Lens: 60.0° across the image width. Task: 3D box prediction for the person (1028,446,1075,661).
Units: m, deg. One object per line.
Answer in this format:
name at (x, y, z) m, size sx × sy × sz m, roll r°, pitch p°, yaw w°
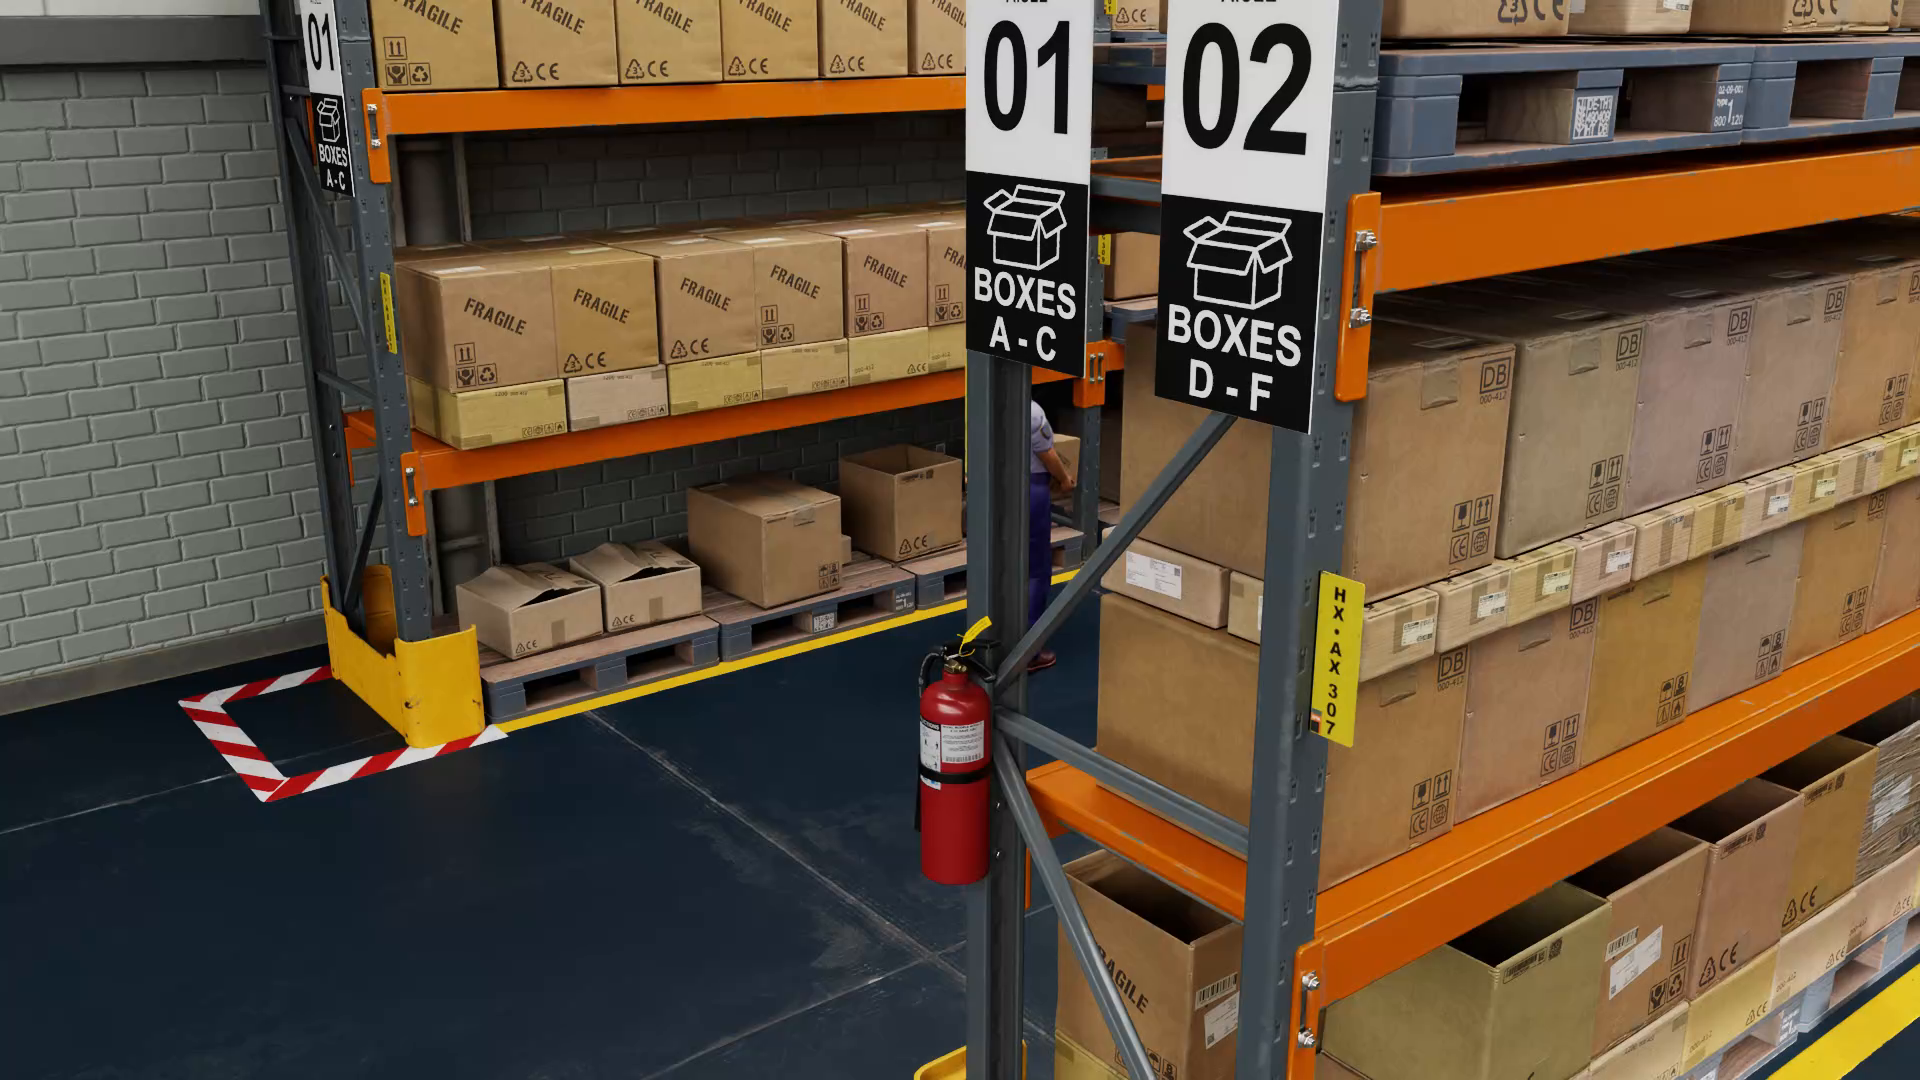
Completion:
person at (0.303, -0.217, 8.157) m, size 0.441 × 1.569 × 0.514 m, roll 14°, pitch 22°, yaw 37°
